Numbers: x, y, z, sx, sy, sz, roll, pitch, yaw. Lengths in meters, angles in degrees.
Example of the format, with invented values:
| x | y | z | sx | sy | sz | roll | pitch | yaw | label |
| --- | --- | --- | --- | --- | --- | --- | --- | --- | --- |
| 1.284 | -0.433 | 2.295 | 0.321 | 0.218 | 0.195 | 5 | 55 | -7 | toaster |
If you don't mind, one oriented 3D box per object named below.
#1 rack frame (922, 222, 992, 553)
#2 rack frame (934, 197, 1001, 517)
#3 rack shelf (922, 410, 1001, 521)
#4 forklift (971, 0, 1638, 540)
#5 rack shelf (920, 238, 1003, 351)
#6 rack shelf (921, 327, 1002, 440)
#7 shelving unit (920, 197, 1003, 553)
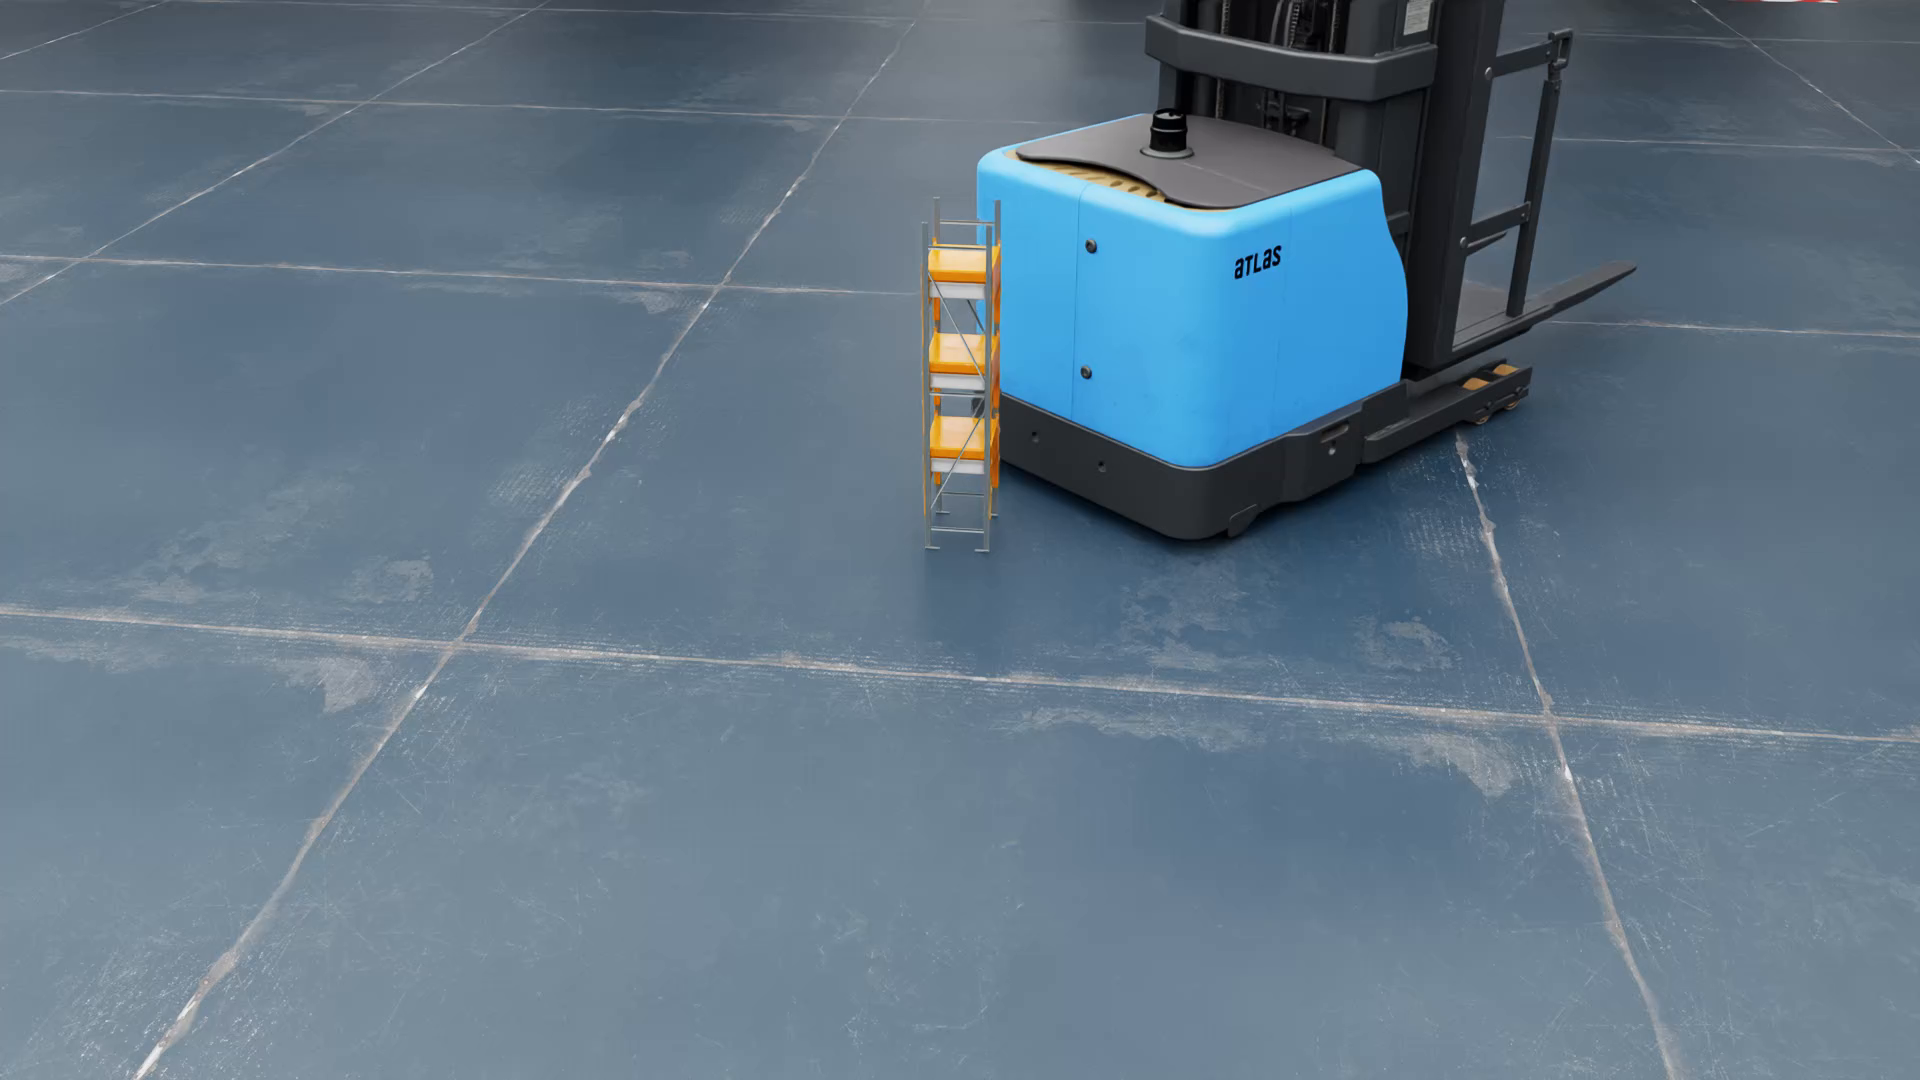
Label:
| x | y | z | sx | sy | sz | roll | pitch | yaw | label |
| --- | --- | --- | --- | --- | --- | --- | --- | --- | --- |
| -0.008 | -0.430 | 4.941 | 0.200 | 1.050 | 0.008 | 3 | 28 | 6 | rack frame |
| 0.022 | -0.545 | 5.154 | 0.200 | 1.050 | 0.008 | 3 | 28 | 6 | rack frame |
| 0.007 | -0.233 | 5.185 | 0.215 | 0.259 | 0.240 | 3 | 28 | 6 | rack shelf |
| 1.469 | -1.873 | 5.636 | 3.031 | 2.935 | 1.130 | -23 | 36 | -36 | forklift |
| 0.007 | -0.728 | 4.918 | 0.215 | 0.259 | 0.240 | 3 | 28 | 6 | rack shelf |
| 0.007 | -0.478 | 5.053 | 0.215 | 0.259 | 0.240 | 3 | 28 | 6 | rack shelf |
| 0.007 | -0.487 | 5.048 | 0.215 | 1.050 | 0.252 | 3 | 28 | 6 | shelving unit |
